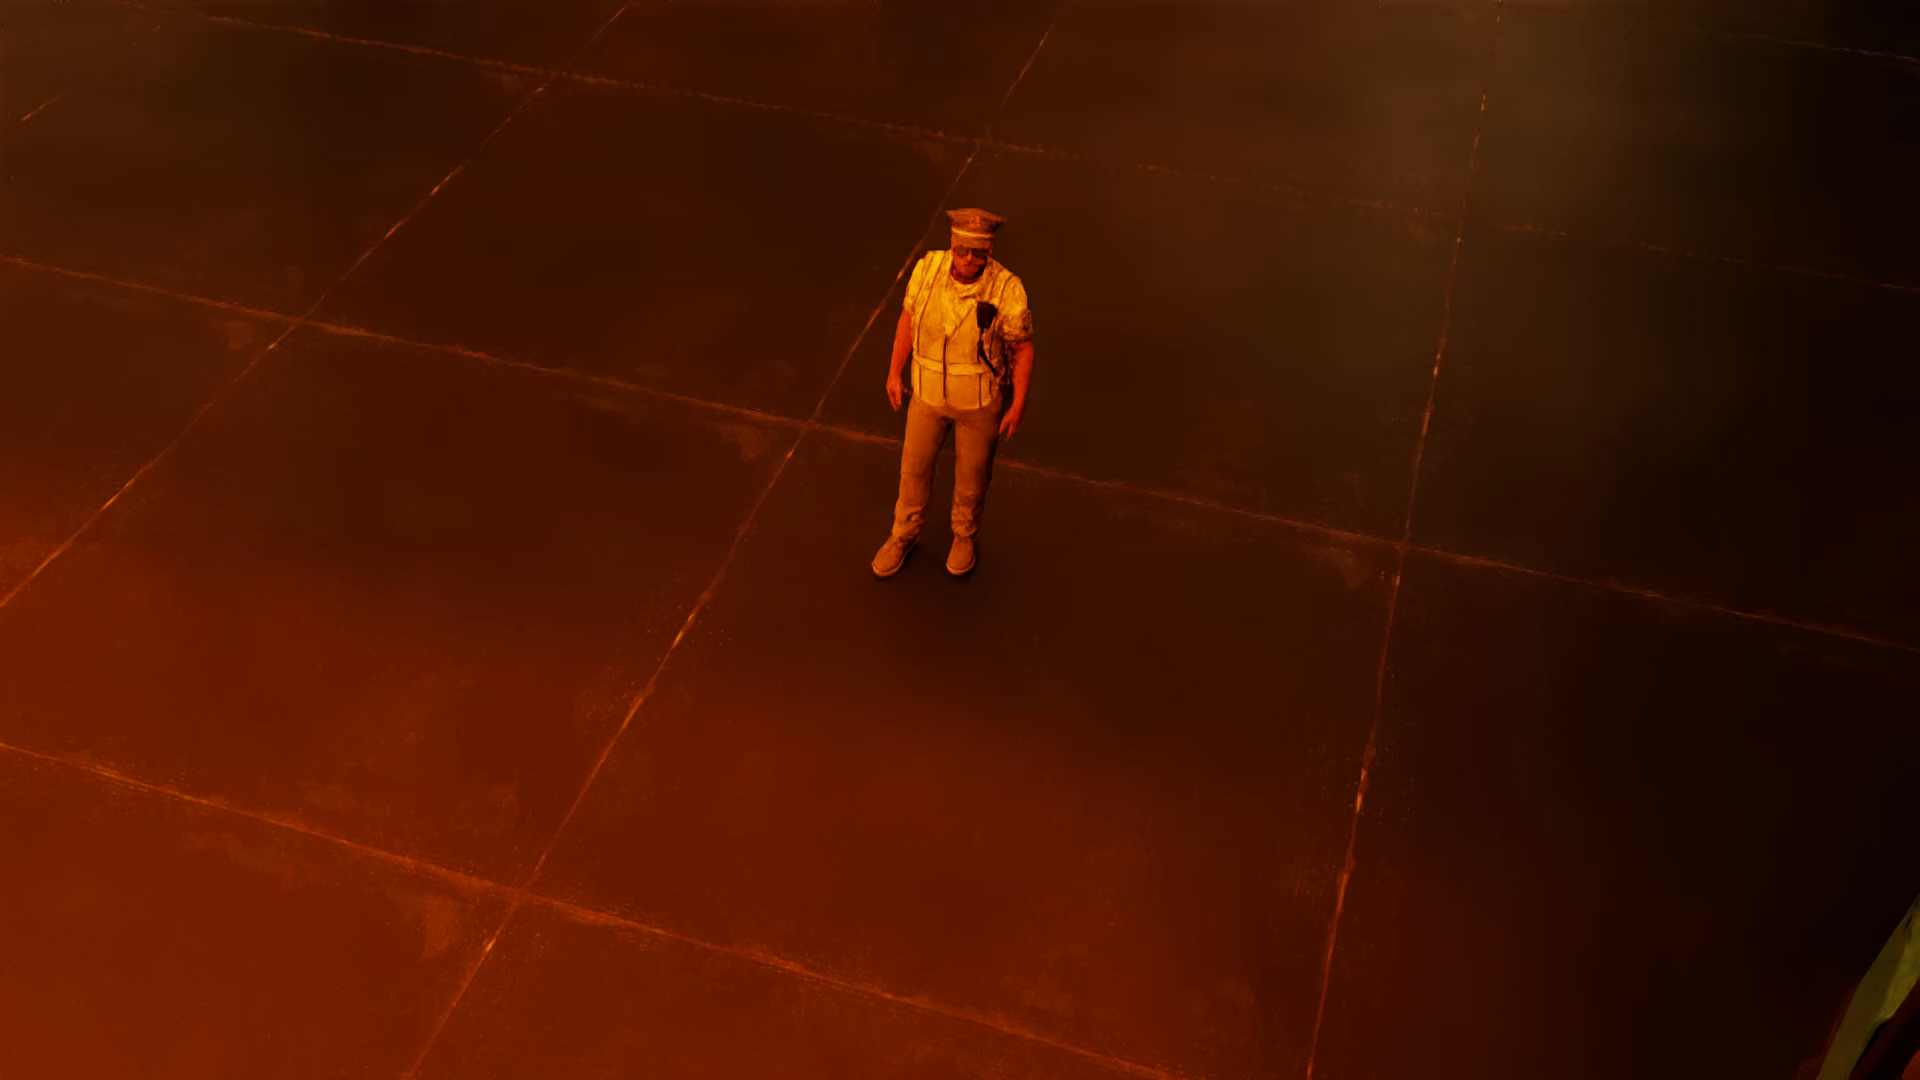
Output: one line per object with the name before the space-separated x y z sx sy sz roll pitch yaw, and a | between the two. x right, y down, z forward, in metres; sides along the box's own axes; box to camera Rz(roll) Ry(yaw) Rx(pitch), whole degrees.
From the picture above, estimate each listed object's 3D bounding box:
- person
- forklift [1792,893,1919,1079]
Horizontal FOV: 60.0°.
person | -0.035 -0.609 7.177 0.640 1.778 0.574 12 44 13
forklift | 2.627 1.671 3.893 1.130 2.935 3.031 28 50 27
